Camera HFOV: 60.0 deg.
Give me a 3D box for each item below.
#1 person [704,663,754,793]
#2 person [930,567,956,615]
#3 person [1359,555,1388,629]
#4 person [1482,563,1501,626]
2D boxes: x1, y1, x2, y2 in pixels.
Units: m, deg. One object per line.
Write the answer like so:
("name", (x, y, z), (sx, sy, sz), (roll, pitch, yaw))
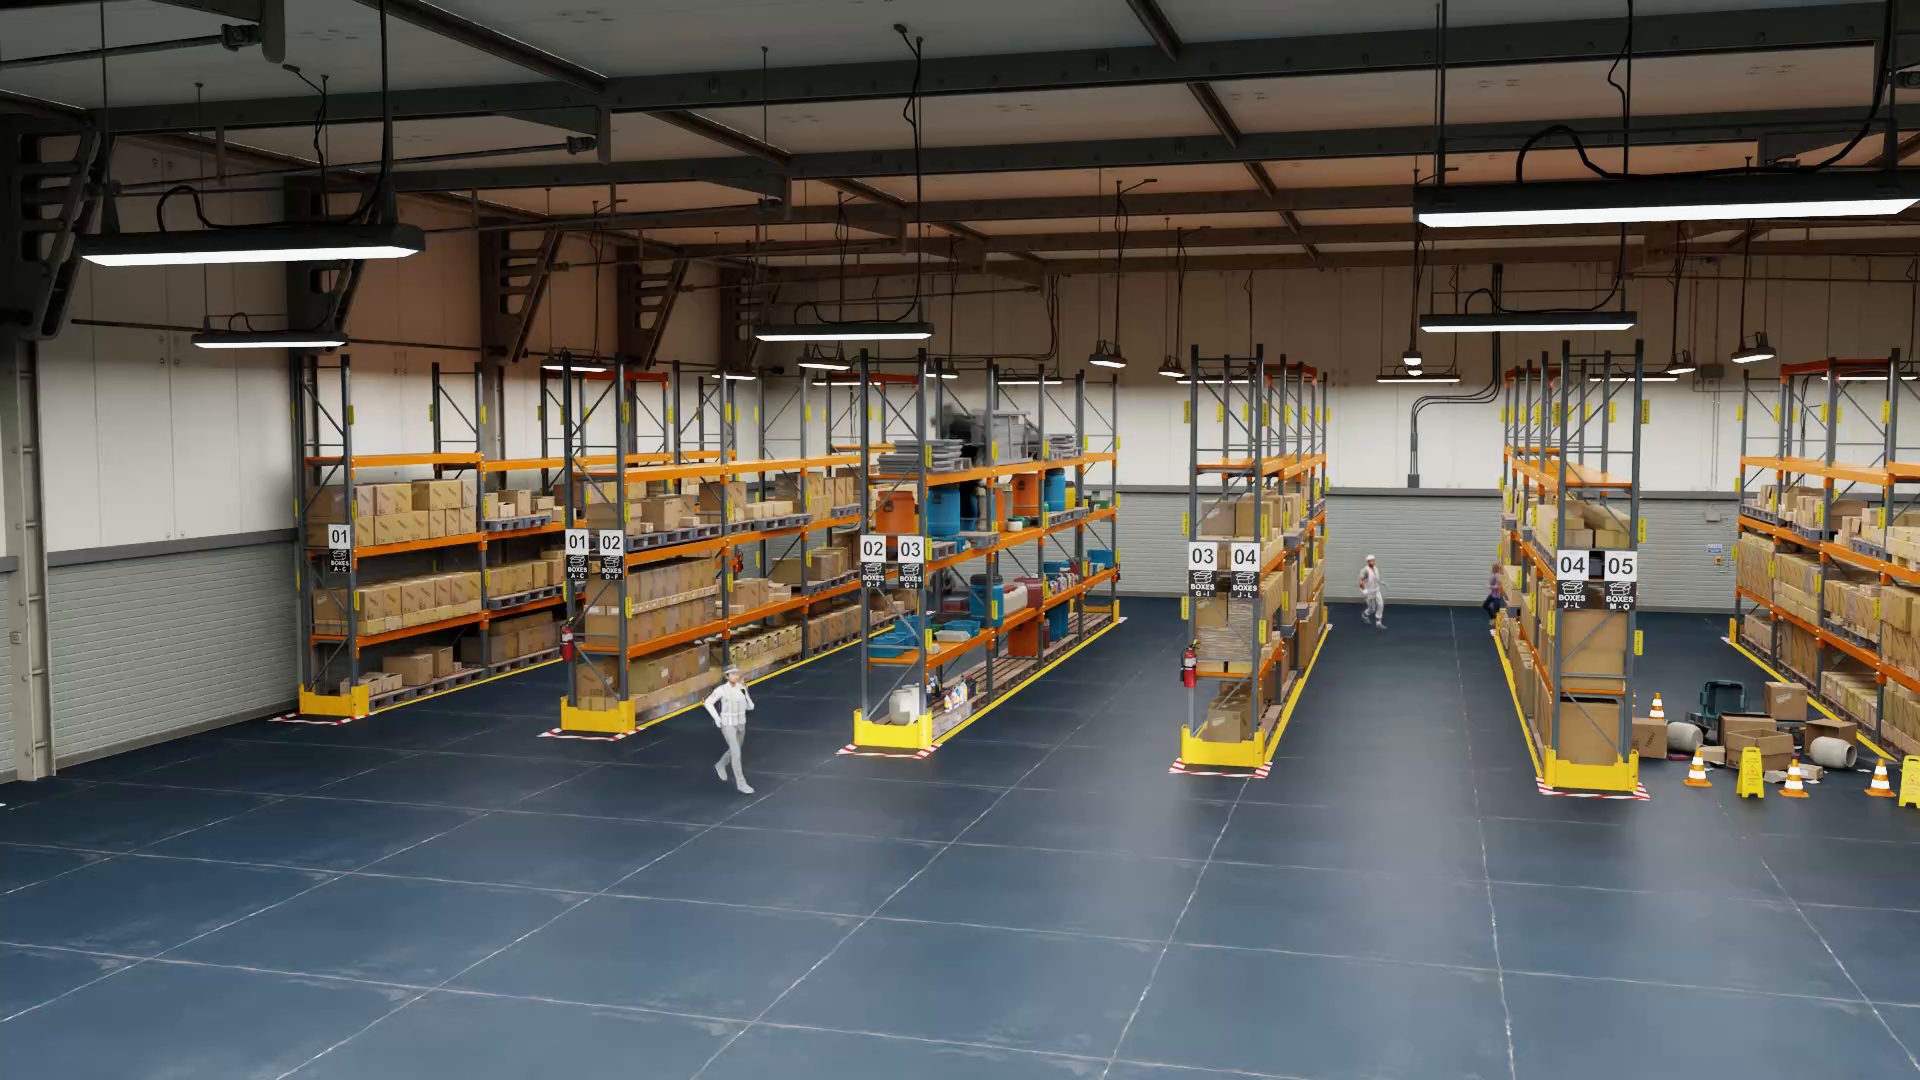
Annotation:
("person", (-3.023, 2.477, 22.169), (0.915, 1.673, 0.613), (4, 6, 44))
("person", (-0.404, 1.298, 37.982), (0.664, 1.723, 0.805), (1, 4, 13))
("person", (9.635, 1.211, 39.072), (0.764, 1.743, 0.775), (-2, 5, -28))
("person", (12.617, 1.292, 39.073), (0.603, 1.517, 0.653), (0, 4, 3))
